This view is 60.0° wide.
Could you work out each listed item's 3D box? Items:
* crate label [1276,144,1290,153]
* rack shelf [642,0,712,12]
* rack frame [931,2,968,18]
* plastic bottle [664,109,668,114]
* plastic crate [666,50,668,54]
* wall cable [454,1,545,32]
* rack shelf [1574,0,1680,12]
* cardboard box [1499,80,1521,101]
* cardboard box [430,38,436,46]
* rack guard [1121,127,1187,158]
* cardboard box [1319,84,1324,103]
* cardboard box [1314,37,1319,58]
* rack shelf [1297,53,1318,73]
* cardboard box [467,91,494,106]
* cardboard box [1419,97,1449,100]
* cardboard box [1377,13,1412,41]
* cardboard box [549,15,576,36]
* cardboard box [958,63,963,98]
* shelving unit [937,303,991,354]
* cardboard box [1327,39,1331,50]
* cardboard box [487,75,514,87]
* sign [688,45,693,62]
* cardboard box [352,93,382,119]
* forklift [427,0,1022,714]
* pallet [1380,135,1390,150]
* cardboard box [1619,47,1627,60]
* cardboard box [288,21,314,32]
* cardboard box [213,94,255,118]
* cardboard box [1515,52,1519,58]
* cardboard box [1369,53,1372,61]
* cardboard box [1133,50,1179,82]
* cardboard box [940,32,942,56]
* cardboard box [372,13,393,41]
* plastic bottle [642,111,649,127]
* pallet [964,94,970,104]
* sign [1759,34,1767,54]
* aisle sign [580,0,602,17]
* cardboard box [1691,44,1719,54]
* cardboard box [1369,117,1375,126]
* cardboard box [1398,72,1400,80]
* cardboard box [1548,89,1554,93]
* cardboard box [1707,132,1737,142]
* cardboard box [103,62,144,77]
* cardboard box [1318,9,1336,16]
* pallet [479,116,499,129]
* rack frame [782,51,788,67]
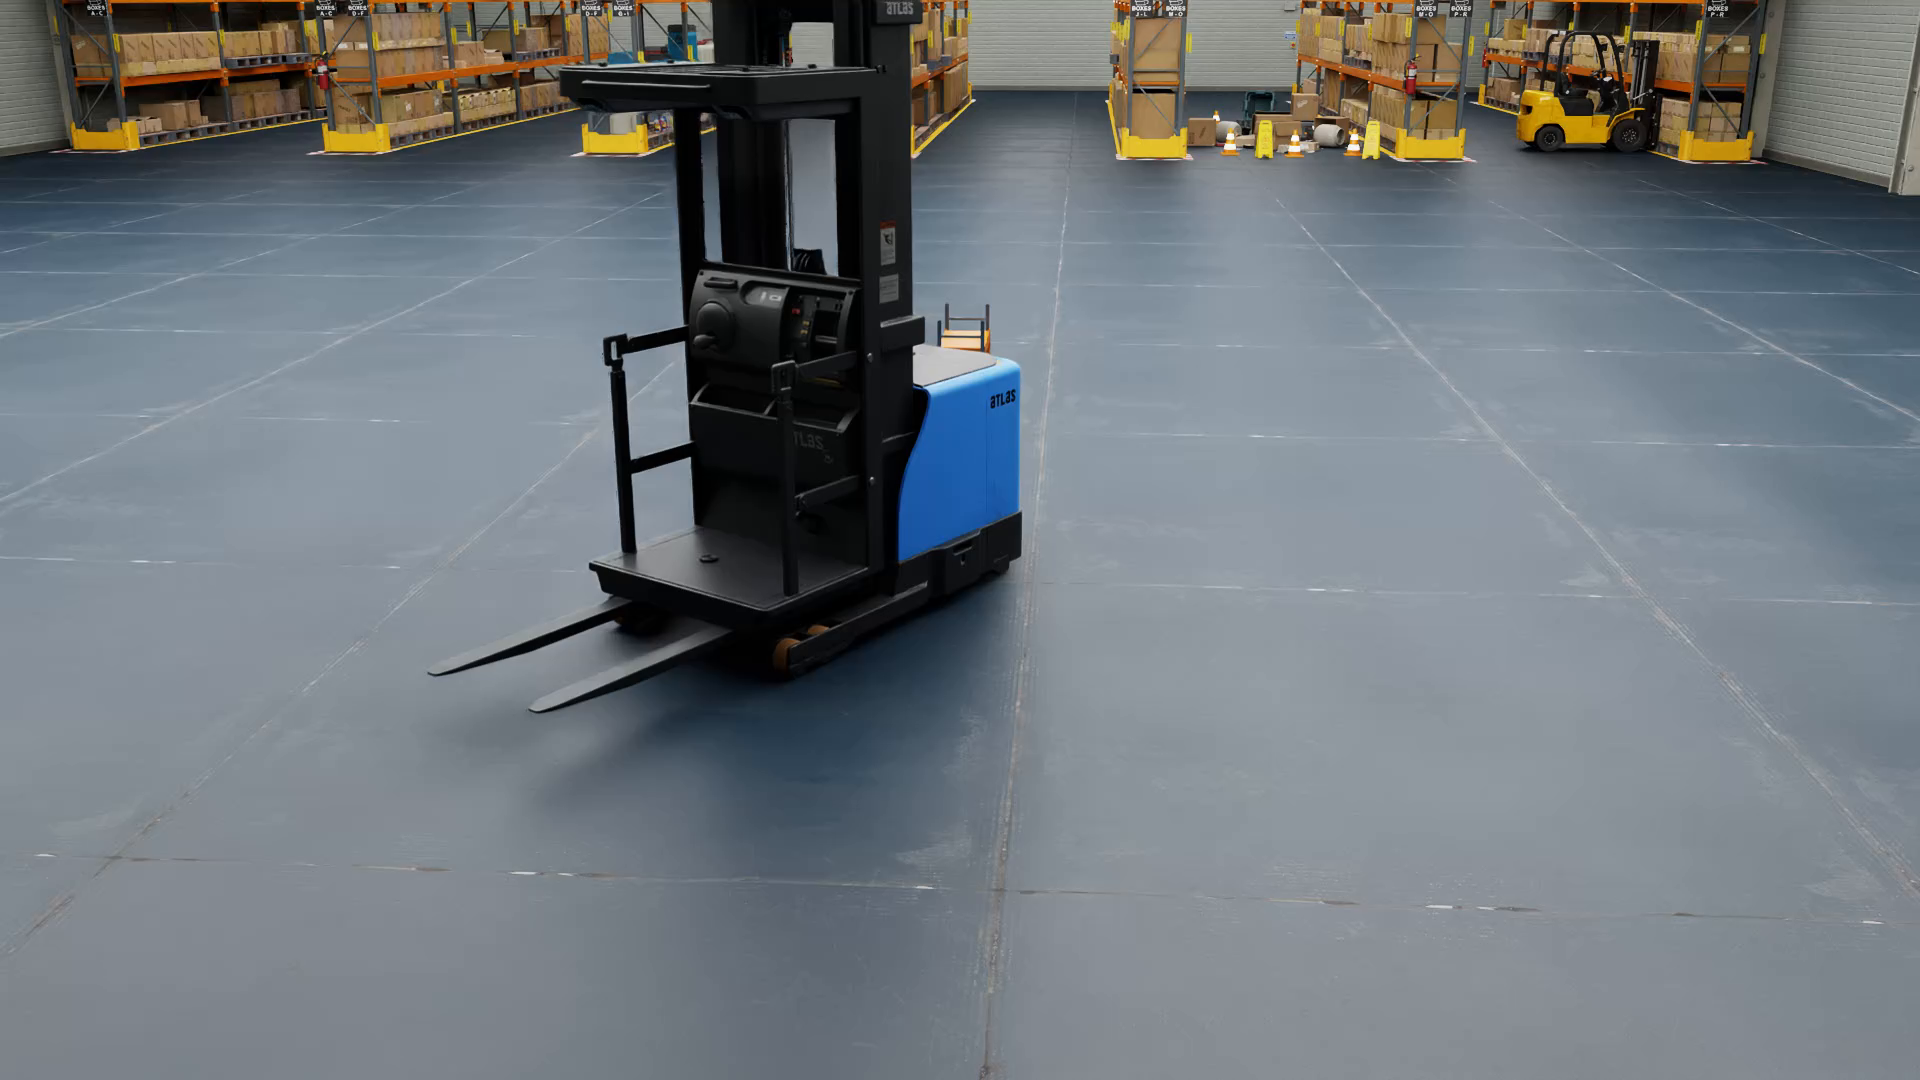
[{"bbox_3d":[6.059,-7.272,30.897,0.250,0.136,0.298,-9,20,-25],"label":"crate label"},{"bbox_3d":[-5.943,-11.584,35.798,1.077,0.370,4.000,1,18,4],"label":"rack shelf"},{"bbox_3d":[-0.286,-13.496,45.294,1.000,3.000,0.127,1,18,4],"label":"rack frame"},{"bbox_3d":[-5.989,-8.627,33.981,0.144,0.351,0.185,1,18,4],"label":"plastic bottle"},{"bbox_3d":[-6.318,-10.222,35.326,0.392,0.384,0.575,1,18,4],"label":"plastic crate"},{"bbox_3d":[-14.346,-16.952,51.192,3.097,2.526,0.112,1,18,4],"label":"wall cable"},{"bbox_3d":[13.833,-11.143,34.451,1.077,0.370,4.000,1,18,4],"label":"rack shelf"},{"bbox_3d":[14.174,-11.563,42.733,0.500,0.500,0.500,2,18,5],"label":"cardboard box"},{"bbox_3d":[-10.869,-10.100,33.727,0.380,0.149,0.250,1,18,2],"label":"cardboard box"},{"bbox_3d":[3.505,-7.189,30.061,1.175,0.500,0.348,1,18,4],"label":"rack guard"},{"bbox_3d":[9.464,-11.207,41.749,0.875,0.438,0.875,1,18,3],"label":"cardboard box"},{"bbox_3d":[9.090,-12.230,41.269,0.500,0.500,0.500,1,18,4],"label":"cardboard box"},{"bbox_3d":[9.455,-12.312,42.835,1.077,0.370,4.000,1,18,4],"label":"rack shelf"},{"bbox_3d":[-10.640,-9.751,36.706,0.500,0.311,0.500,2,18,5],"label":"cardboard box"},{"bbox_3d":[8.819,-7.969,30.963,0.500,0.500,0.500,1,18,2],"label":"cardboard box"},{"bbox_3d":[8.369,-9.767,31.668,0.700,0.500,0.500,1,18,3],"label":"cardboard box"},{"bbox_3d":[-10.139,-13.139,42.437,0.500,0.500,0.500,2,18,5],"label":"cardboard box"},{"bbox_3d":[-0.381,-11.926,43.241,0.875,0.875,0.875,1,18,4],"label":"cardboard box"},{"bbox_3d":[0.022,-0.626,8.907,0.258,1.200,0.503,1,18,4],"label":"shelving unit"},{"bbox_3d":[8.893,-11.593,38.923,0.500,0.250,0.500,1,18,2],"label":"cardboard box"},{"bbox_3d":[-10.907,-10.925,39.550,0.500,0.250,0.500,2,18,6],"label":"cardboard box"},{"bbox_3d":[-5.539,-9.996,34.166,0.100,0.325,0.005,1,18,4],"label":"sign"},{"bbox_3d":[-11.515,-8.483,32.530,0.500,0.500,0.500,1,18,4],"label":"cardboard box"},{"bbox_3d":[-0.960,-0.976,7.195,1.130,2.935,3.031,13,22,34],"label":"forklift"},{"bbox_3d":[8.641,-7.634,31.880,1.003,0.211,1.213,1,18,4],"label":"pallet"},{"bbox_3d":[13.470,-9.763,33.338,0.500,0.250,0.500,1,18,3],"label":"cardboard box"},{"bbox_3d":[-15.389,-12.042,38.982,0.500,0.250,0.500,2,18,5],"label":"cardboard box"},{"bbox_3d":[-15.945,-9.513,36.445,0.700,0.500,0.500,1,18,3],"label":"cardboard box"},{"bbox_3d":[14.025,-12.071,41.348,0.380,0.149,0.250,2,18,5],"label":"cardboard box"},{"bbox_3d":[8.500,-9.794,33.725,0.380,0.149,0.250,2,18,5],"label":"cardboard box"},{"bbox_3d":[3.488,-8.572,30.026,0.875,0.550,0.550,1,18,4],"label":"cardboard box"},{"bbox_3d":[-0.799,-10.914,36.580,0.700,0.500,0.500,4,19,12],"label":"cardboard box"},{"bbox_3d":[-11.231,-9.738,31.580,0.700,0.500,0.500,1,18,2],"label":"cardboard box"},{"bbox_3d":[-6.414,-8.585,33.855,0.144,0.351,0.185,1,18,4],"label":"plastic bottle"},{"bbox_3d":[-0.265,-11.921,44.965,1.003,0.211,1.213,1,18,4],"label":"pallet"},{"bbox_3d":[13.956,-8.631,28.928,0.100,0.325,0.005,1,18,4],"label":"sign"},{"bbox_3d":[-6.675,-9.857,30.013,0.394,0.787,0.004,1,18,4],"label":"aisle sign"},{"bbox_3d":[13.148,-8.666,29.350,0.380,0.149,0.250,2,18,5],"label":"cardboard box"},{"bbox_3d":[8.427,-8.264,33.067,0.500,0.250,0.500,0,18,1],"label":"cardboard box"},{"bbox_3d":[8.212,-8.467,30.351,0.380,0.149,0.250,1,18,3],"label":"cardboard box"},{"bbox_3d":[13.873,-10.146,38.411,0.500,0.500,0.500,2,18,6],"label":"cardboard box"},{"bbox_3d":[13.633,-7.237,29.934,0.500,0.250,0.500,1,18,4],"label":"cardboard box"},{"bbox_3d":[-15.903,-8.941,31.602,0.500,0.250,0.500,1,18,2],"label":"cardboard box"},{"bbox_3d":[9.016,-12.966,40.869,0.380,0.149,0.250,1,18,3],"label":"cardboard box"},{"bbox_3d":[-10.928,-9.276,36.893,1.003,0.211,1.213,1,18,4],"label":"pallet"},{"bbox_3d":[-5.226,-13.607,45.631,1.000,3.000,0.127,1,18,4],"label":"rack frame"}]
